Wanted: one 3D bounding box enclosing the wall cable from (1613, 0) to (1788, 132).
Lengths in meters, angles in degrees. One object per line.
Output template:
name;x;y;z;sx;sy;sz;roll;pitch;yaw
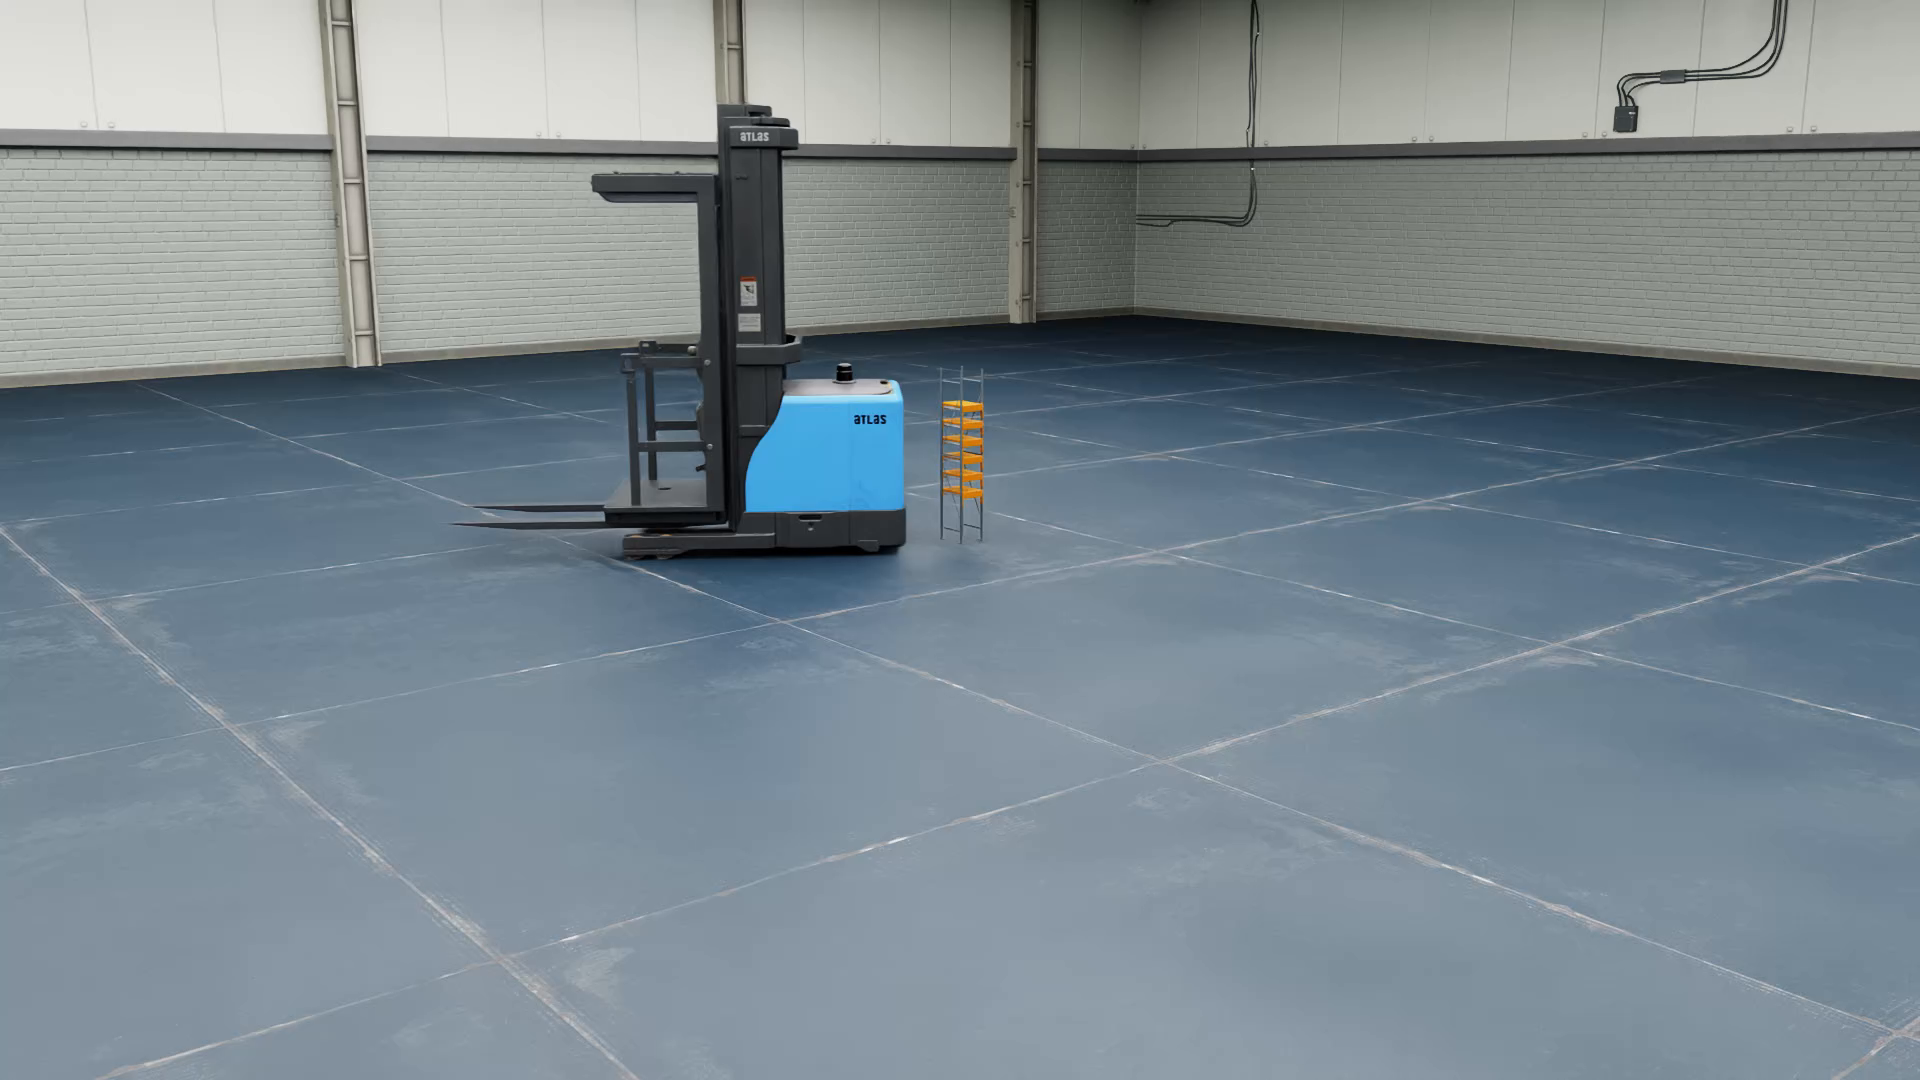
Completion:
wall cable;10.182;-8.656;22.541;0.169;6.003;2.305;-9;15;-38

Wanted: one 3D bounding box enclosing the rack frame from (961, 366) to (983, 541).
rack frame;0.083;-0.601;11.569;0.006;1.200;0.240;-9;15;-38

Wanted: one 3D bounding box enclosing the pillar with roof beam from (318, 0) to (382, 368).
pillar with roof beam;-5.543;-6.111;18.744;0.400;9.000;9.100;-9;15;-38

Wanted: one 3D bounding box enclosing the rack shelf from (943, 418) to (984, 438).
rack shelf;0.011;-0.780;11.472;0.180;0.103;0.258;-9;15;-38

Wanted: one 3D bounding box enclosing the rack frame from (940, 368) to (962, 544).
rack frame;-0.060;-0.577;11.457;0.006;1.200;0.240;-9;15;-38

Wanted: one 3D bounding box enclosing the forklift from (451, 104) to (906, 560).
forklift;-1.904;-1.415;11.238;3.031;2.935;1.130;-1;12;-4

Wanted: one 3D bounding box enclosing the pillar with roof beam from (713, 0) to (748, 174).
pillar with roof beam;-0.858;-6.890;22.411;0.400;9.000;9.100;-9;15;-38

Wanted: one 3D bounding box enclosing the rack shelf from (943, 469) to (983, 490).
rack shelf;0.011;-0.428;11.547;0.180;0.103;0.258;-9;15;-38

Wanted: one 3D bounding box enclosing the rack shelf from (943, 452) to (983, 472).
rack shelf;0.011;-0.545;11.522;0.180;0.103;0.258;-9;15;-38

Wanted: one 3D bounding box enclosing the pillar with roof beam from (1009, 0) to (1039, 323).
pillar with roof beam;3.827;-7.668;26.077;0.400;9.000;9.100;-9;15;-38

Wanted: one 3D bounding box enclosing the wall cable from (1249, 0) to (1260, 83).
wall cable;5.954;-9.047;27.887;0.112;2.526;3.097;-9;15;-38

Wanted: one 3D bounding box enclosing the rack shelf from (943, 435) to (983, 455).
rack shelf;0.011;-0.663;11.497;0.180;0.103;0.258;-9;15;-38

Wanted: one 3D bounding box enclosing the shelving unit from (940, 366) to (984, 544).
shelving unit;0.011;-0.589;11.513;0.189;1.200;0.258;-9;15;-38

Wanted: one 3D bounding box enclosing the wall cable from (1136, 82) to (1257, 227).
wall cable;4.264;-7.015;30.478;0.112;2.526;3.097;-9;15;-38

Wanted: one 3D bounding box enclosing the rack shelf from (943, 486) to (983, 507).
rack shelf;0.011;-0.311;11.572;0.180;0.103;0.258;-9;15;-38

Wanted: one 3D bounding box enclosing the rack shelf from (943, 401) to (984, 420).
rack shelf;0.011;-0.897;11.447;0.180;0.103;0.258;-9;15;-38
